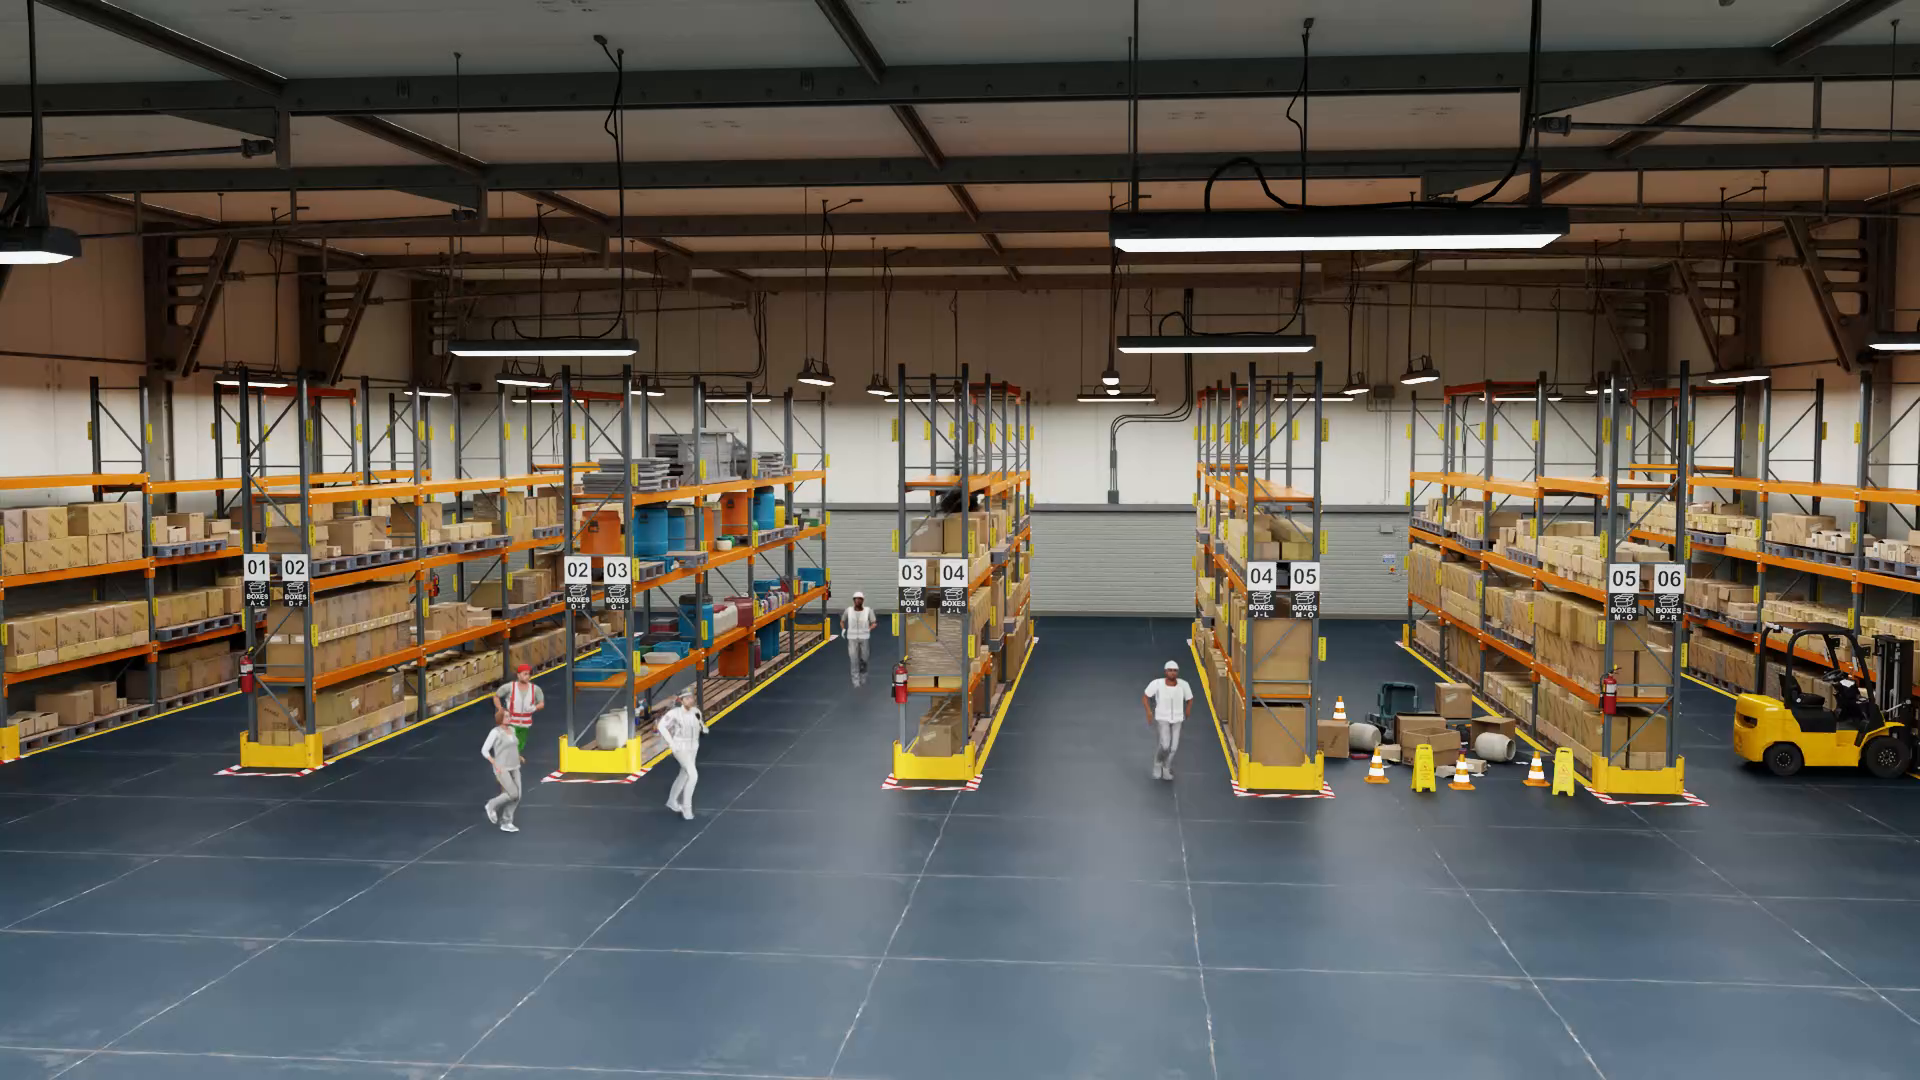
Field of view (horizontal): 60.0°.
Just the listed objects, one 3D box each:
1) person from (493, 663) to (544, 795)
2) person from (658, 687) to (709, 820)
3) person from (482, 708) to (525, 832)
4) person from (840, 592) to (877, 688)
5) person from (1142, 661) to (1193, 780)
[{"bbox_3d":[-6.232,2.631,23.454,0.731,1.804,0.834,-2,4,-34],"label":"person"},{"bbox_3d":[-3.572,2.780,21.734,0.729,1.755,0.578,3,5,39],"label":"person"},{"bbox_3d":[-5.702,2.889,20.874,0.512,1.552,0.507,2,4,29],"label":"person"},{"bbox_3d":[-1.898,1.850,30.954,0.694,1.759,0.735,0,4,-2],"label":"person"},{"bbox_3d":[3.027,2.595,23.892,0.703,1.728,0.609,-1,4,-9],"label":"person"}]
